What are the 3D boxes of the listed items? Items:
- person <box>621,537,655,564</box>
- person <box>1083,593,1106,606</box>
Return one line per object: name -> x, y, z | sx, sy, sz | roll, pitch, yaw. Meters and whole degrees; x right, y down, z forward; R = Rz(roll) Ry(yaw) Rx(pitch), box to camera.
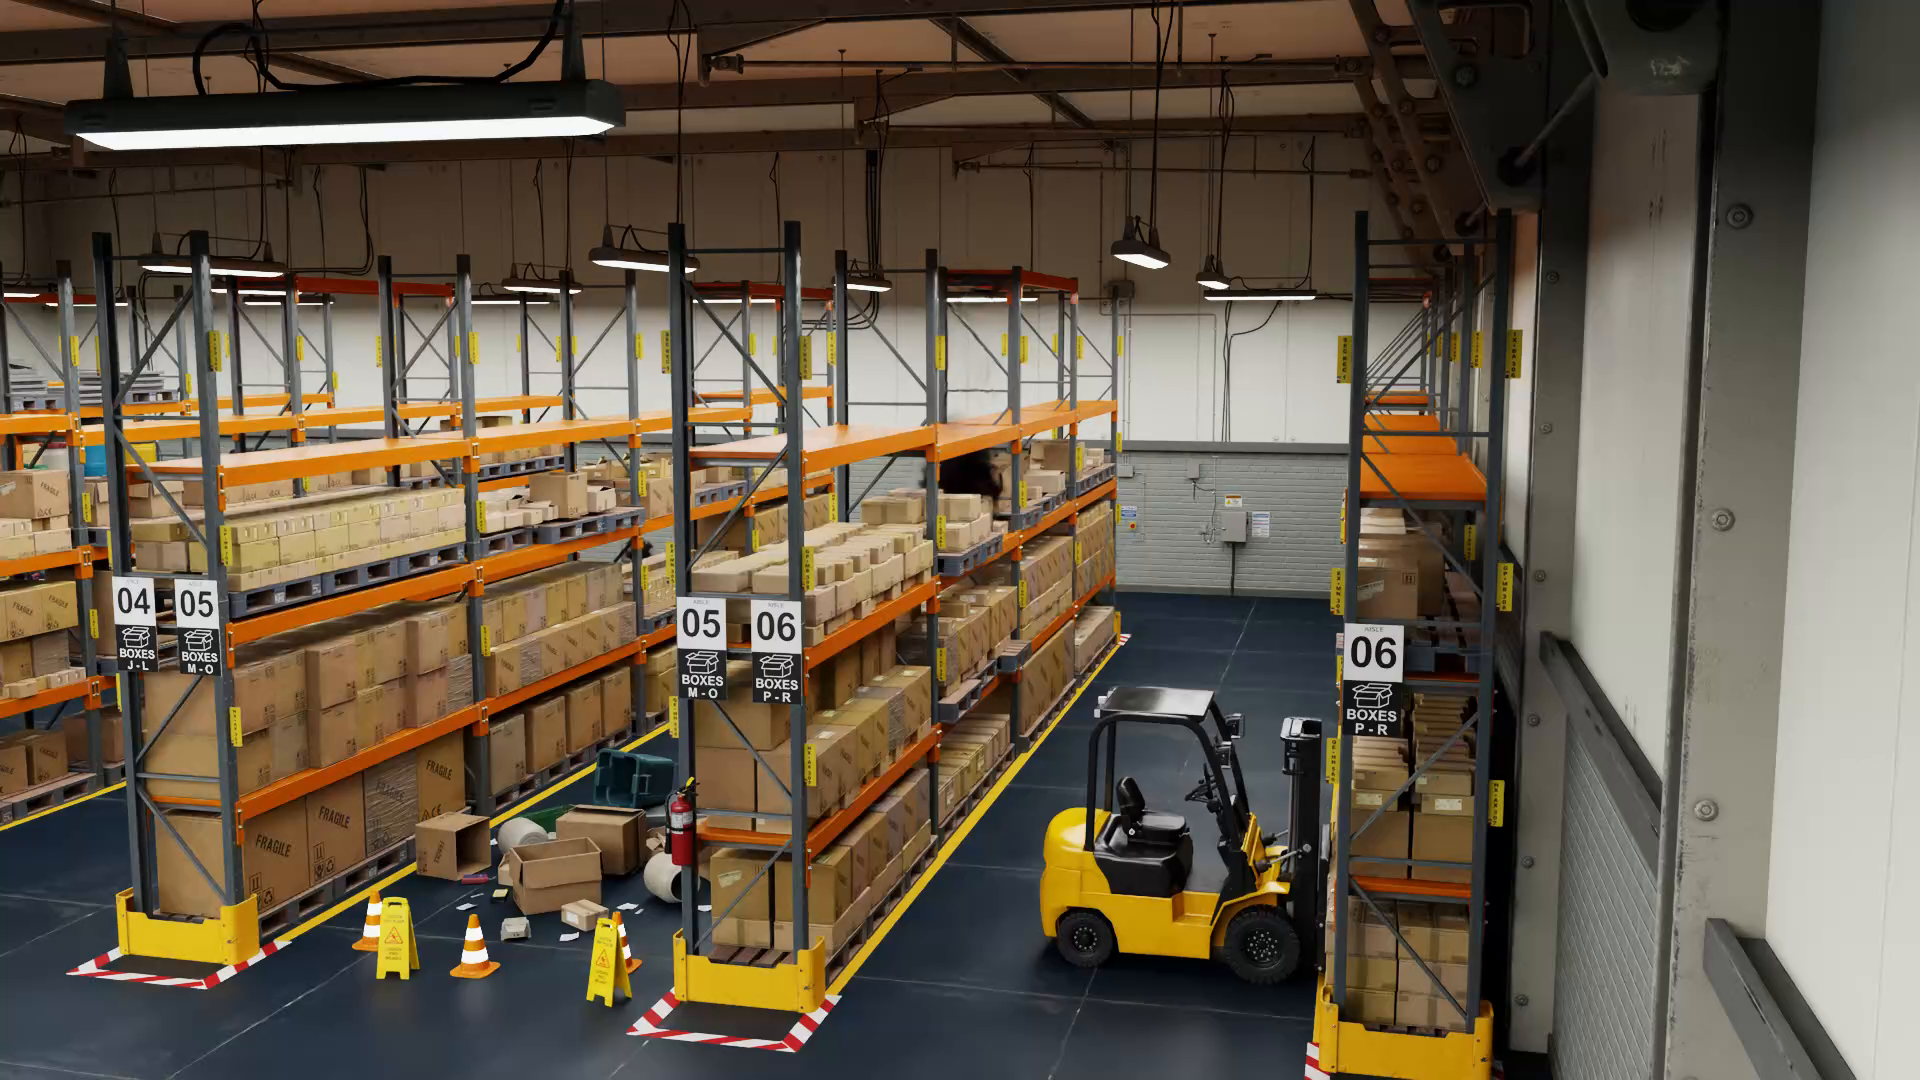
person -> -5.921, 0.643, 30.814 | 0.721, 1.589, 0.821 | -3, 7, -20
person -> 2.319, 0.717, 29.547 | 0.819, 1.823, 0.724 | 3, 8, 25
